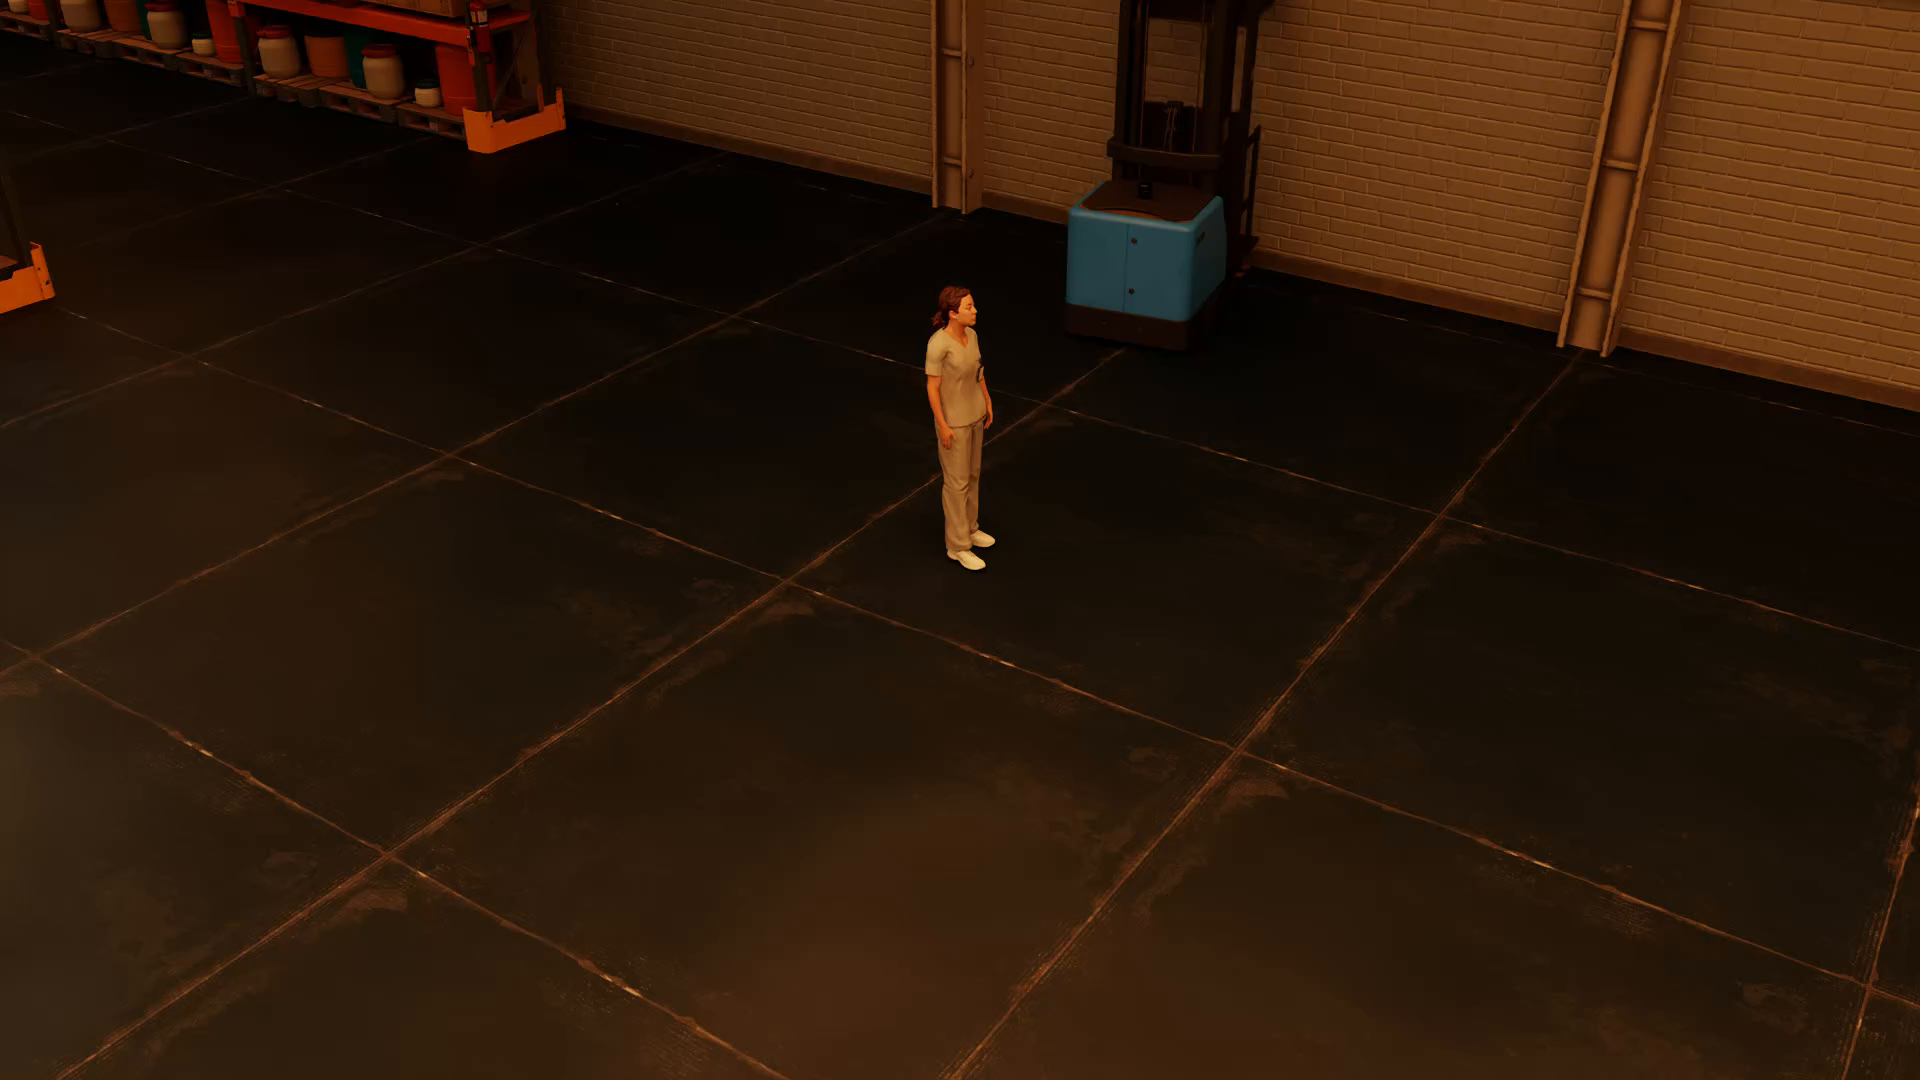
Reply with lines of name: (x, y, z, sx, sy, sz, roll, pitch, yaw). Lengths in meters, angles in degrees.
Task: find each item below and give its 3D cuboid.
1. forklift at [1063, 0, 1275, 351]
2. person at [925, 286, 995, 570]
forklift: (1.880, -3.454, 13.530, 1.130, 2.935, 3.031, 13, 32, 21)
person: (0.053, -0.705, 10.030, 0.549, 1.675, 0.549, 19, 35, 29)
